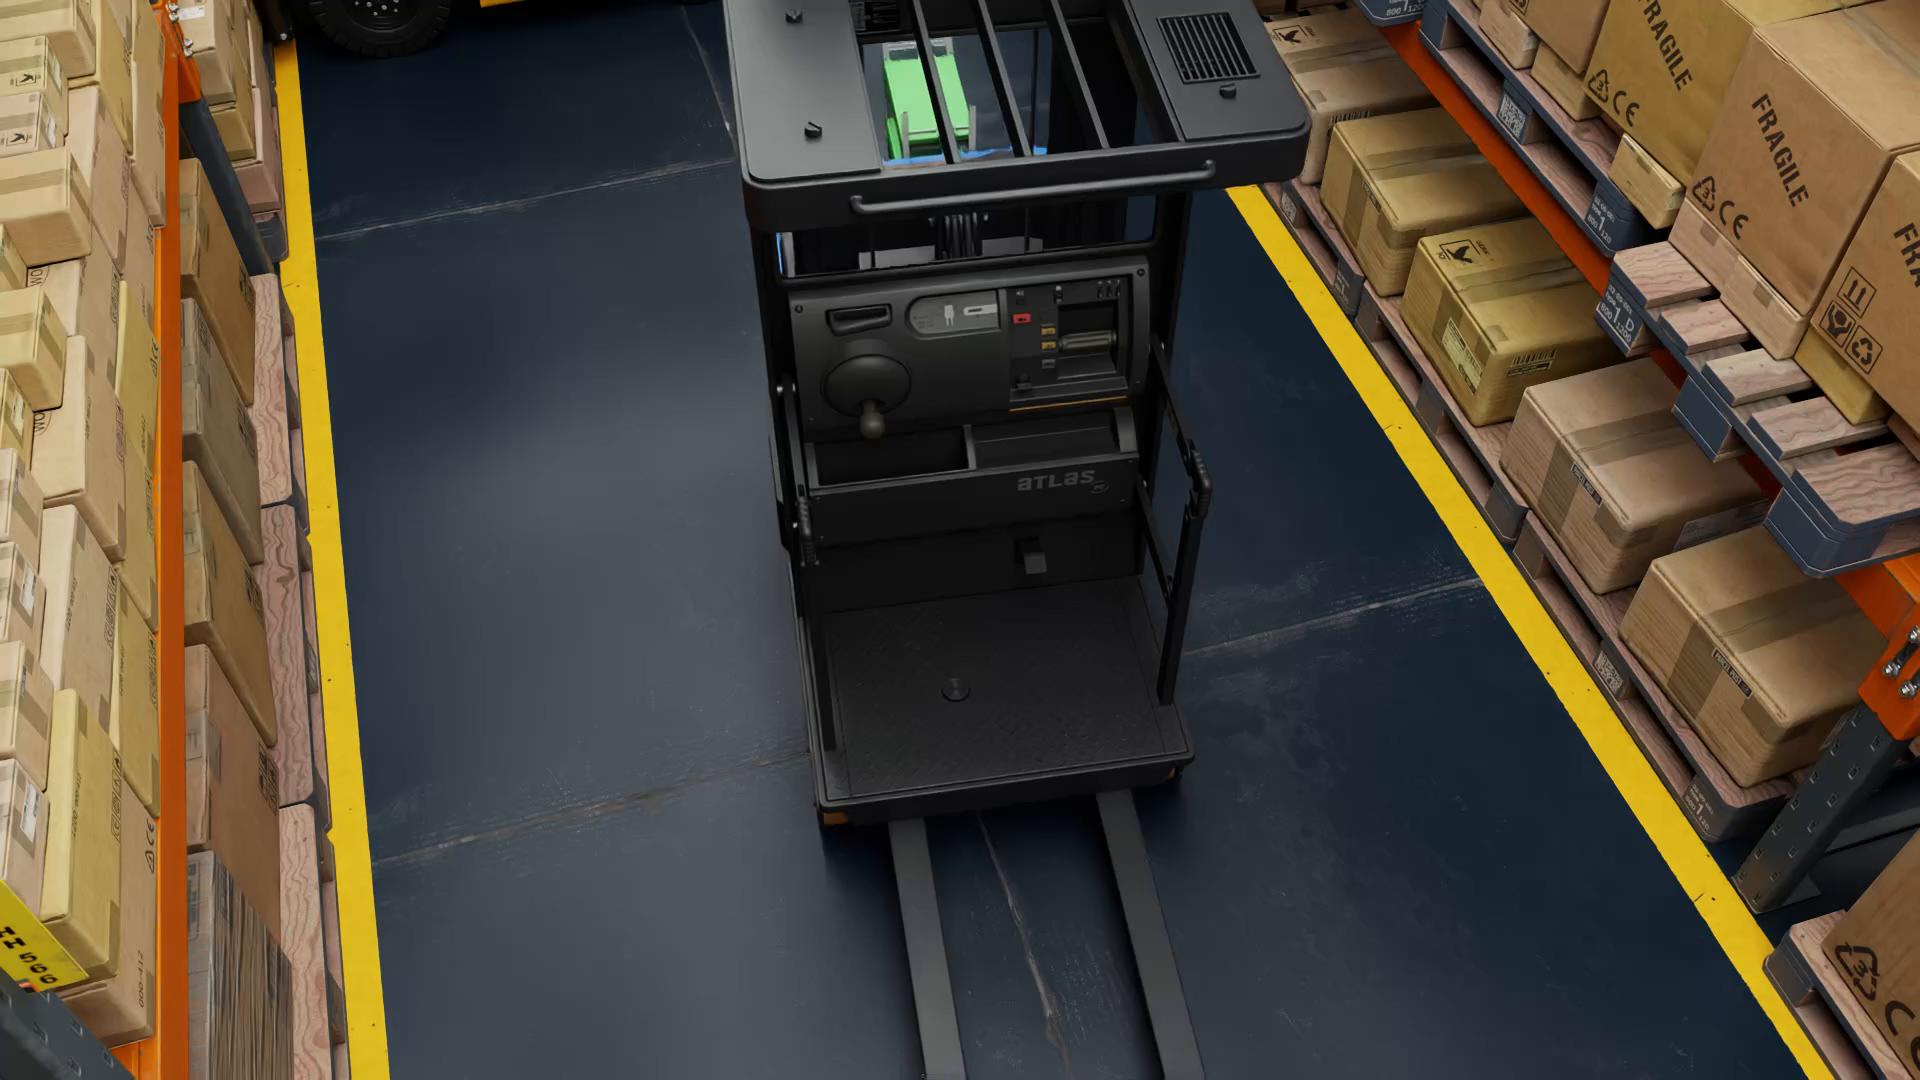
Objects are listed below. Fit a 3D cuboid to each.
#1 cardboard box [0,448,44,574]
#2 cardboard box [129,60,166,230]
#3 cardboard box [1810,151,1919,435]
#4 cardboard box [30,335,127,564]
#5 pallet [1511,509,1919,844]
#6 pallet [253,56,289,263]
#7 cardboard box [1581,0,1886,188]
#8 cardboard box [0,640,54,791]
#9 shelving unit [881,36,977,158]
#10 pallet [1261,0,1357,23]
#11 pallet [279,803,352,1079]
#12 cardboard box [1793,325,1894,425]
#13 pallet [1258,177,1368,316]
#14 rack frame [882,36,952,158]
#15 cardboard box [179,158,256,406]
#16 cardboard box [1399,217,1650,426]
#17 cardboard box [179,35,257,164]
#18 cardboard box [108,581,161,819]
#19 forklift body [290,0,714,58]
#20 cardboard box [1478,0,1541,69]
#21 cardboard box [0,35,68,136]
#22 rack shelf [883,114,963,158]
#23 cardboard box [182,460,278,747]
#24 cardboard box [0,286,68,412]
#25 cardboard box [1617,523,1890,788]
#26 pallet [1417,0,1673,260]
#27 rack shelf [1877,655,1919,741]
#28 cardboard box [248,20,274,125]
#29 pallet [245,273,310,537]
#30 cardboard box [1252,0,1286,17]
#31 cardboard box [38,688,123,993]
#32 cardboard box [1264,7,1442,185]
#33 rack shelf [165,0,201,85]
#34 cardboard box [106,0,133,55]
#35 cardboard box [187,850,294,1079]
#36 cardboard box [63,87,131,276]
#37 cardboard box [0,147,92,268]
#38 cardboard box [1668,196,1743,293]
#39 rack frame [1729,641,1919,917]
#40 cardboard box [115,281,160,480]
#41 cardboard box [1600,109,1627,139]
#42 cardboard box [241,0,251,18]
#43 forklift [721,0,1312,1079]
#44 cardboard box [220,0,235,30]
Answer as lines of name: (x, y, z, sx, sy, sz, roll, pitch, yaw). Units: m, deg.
cardboard box: (-2.059, -0.012, 3.309, 0.380, 0.149, 0.250, -13, 51, -11)
cardboard box: (-2.606, -1.105, 4.818, 0.500, 0.250, 0.500, -14, 51, -11)
cardboard box: (2.365, -0.564, 3.729, 0.500, 0.500, 0.500, -15, 51, -12)
cardboard box: (-2.158, -0.151, 3.687, 0.500, 0.250, 0.500, -14, 51, -12)
pallet: (2.535, 0.296, 5.363, 1.003, 0.211, 1.213, -13, 51, -11)
pallet: (-3.354, -1.520, 6.893, 1.003, 0.211, 1.213, -13, 51, -11)
cardboard box: (2.051, -1.308, 4.356, 0.500, 0.500, 0.500, -16, 52, -13)
cardboard box: (-1.869, 0.358, 2.997, 0.380, 0.149, 0.250, -12, 51, -10)
shelving unit: (-0.108, -1.188, 5.967, 0.258, 1.200, 0.503, -7, 50, -6)
pallet: (1.349, -2.537, 7.751, 1.003, 0.211, 1.213, -13, 51, -11)
pallet: (-2.182, 1.382, 4.447, 1.003, 0.211, 1.213, -13, 51, -11)
cardboard box: (2.294, -0.452, 4.059, 0.380, 0.149, 0.250, -13, 51, -10)
pallet: (1.813, -1.486, 6.865, 1.003, 0.211, 1.213, -13, 51, -11)
rack frame: (-0.147, -1.372, 6.122, 0.240, 1.200, 0.015, -7, 50, -6)
cardboard box: (-2.994, -0.820, 5.758, 0.875, 0.625, 0.625, -11, 51, -9)
cardboard box: (2.162, -0.827, 5.930, 0.950, 0.372, 0.625, -12, 51, -10)
cardboard box: (-3.007, -1.662, 6.386, 0.500, 0.250, 0.500, -14, 51, -11)
cardboard box: (-2.018, 0.394, 3.554, 0.500, 0.250, 0.500, -14, 51, -12)
forklift body: (-2.038, -3.504, 7.297, 2.313, 2.155, 1.214, -13, 51, -11)
cardboard box: (1.802, -1.574, 5.005, 0.380, 0.149, 0.250, -12, 51, -10)
cardboard box: (-2.508, -1.128, 4.249, 0.380, 0.149, 0.250, -14, 51, -12)
rack shelf: (-0.108, -1.301, 5.832, 0.258, 0.148, 0.480, -7, 50, -6)
cardboard box: (-2.547, 0.297, 4.816, 0.875, 0.625, 0.625, -15, 52, -12)
cardboard box: (-2.181, -0.388, 3.625, 0.380, 0.149, 0.250, -12, 51, -10)
cardboard box: (2.607, 0.265, 5.009, 0.950, 0.372, 0.625, -16, 52, -13)
pallet: (2.140, -1.407, 5.099, 1.003, 0.211, 1.213, -13, 51, -11)
rack shelf: (3.356, 1.661, 2.859, 1.077, 0.370, 4.000, -13, 51, -11)
cardboard box: (-3.151, -1.873, 6.891, 0.500, 0.250, 0.500, -14, 51, -12)
pallet: (-2.904, -0.400, 5.949, 1.003, 0.211, 1.213, -13, 51, -11)
cardboard box: (1.150, -2.573, 7.481, 0.500, 0.250, 0.500, -11, 51, -9)
cardboard box: (-1.850, 0.595, 3.057, 0.500, 0.250, 0.500, -13, 51, -11)
cardboard box: (1.739, -1.859, 6.800, 0.950, 0.372, 0.625, -13, 51, -11)
rack shelf: (-3.750, -3.057, 6.836, 1.077, 0.370, 4.000, -13, 51, -11)
cardboard box: (-2.769, -1.640, 4.942, 0.500, 0.250, 0.500, -14, 51, -12)
cardboard box: (-2.147, 1.265, 4.001, 0.875, 0.625, 0.625, -12, 51, -10)
cardboard box: (-2.465, -0.891, 4.311, 0.500, 0.250, 0.500, -12, 51, -10)
cardboard box: (-2.287, -0.768, 3.946, 0.380, 0.149, 0.250, -15, 51, -12)
cardboard box: (2.110, -0.811, 4.362, 0.380, 0.149, 0.250, -16, 52, -13)
rack frame: (2.765, -0.032, 3.815, 1.000, 3.000, 0.127, -13, 51, -11)
cardboard box: (-2.329, -0.360, 4.190, 0.500, 0.250, 0.500, -12, 51, -10)
cardboard box: (2.062, -1.221, 4.707, 0.380, 0.149, 0.250, -13, 51, -11)
cardboard box: (-3.296, -2.399, 7.007, 0.500, 0.250, 0.500, -14, 51, -11)
forklift: (0.069, -0.389, 4.161, 1.130, 2.935, 3.031, -7, 50, -6)
cardboard box: (-3.144, -2.200, 6.512, 0.500, 0.250, 0.500, -13, 51, -11)
